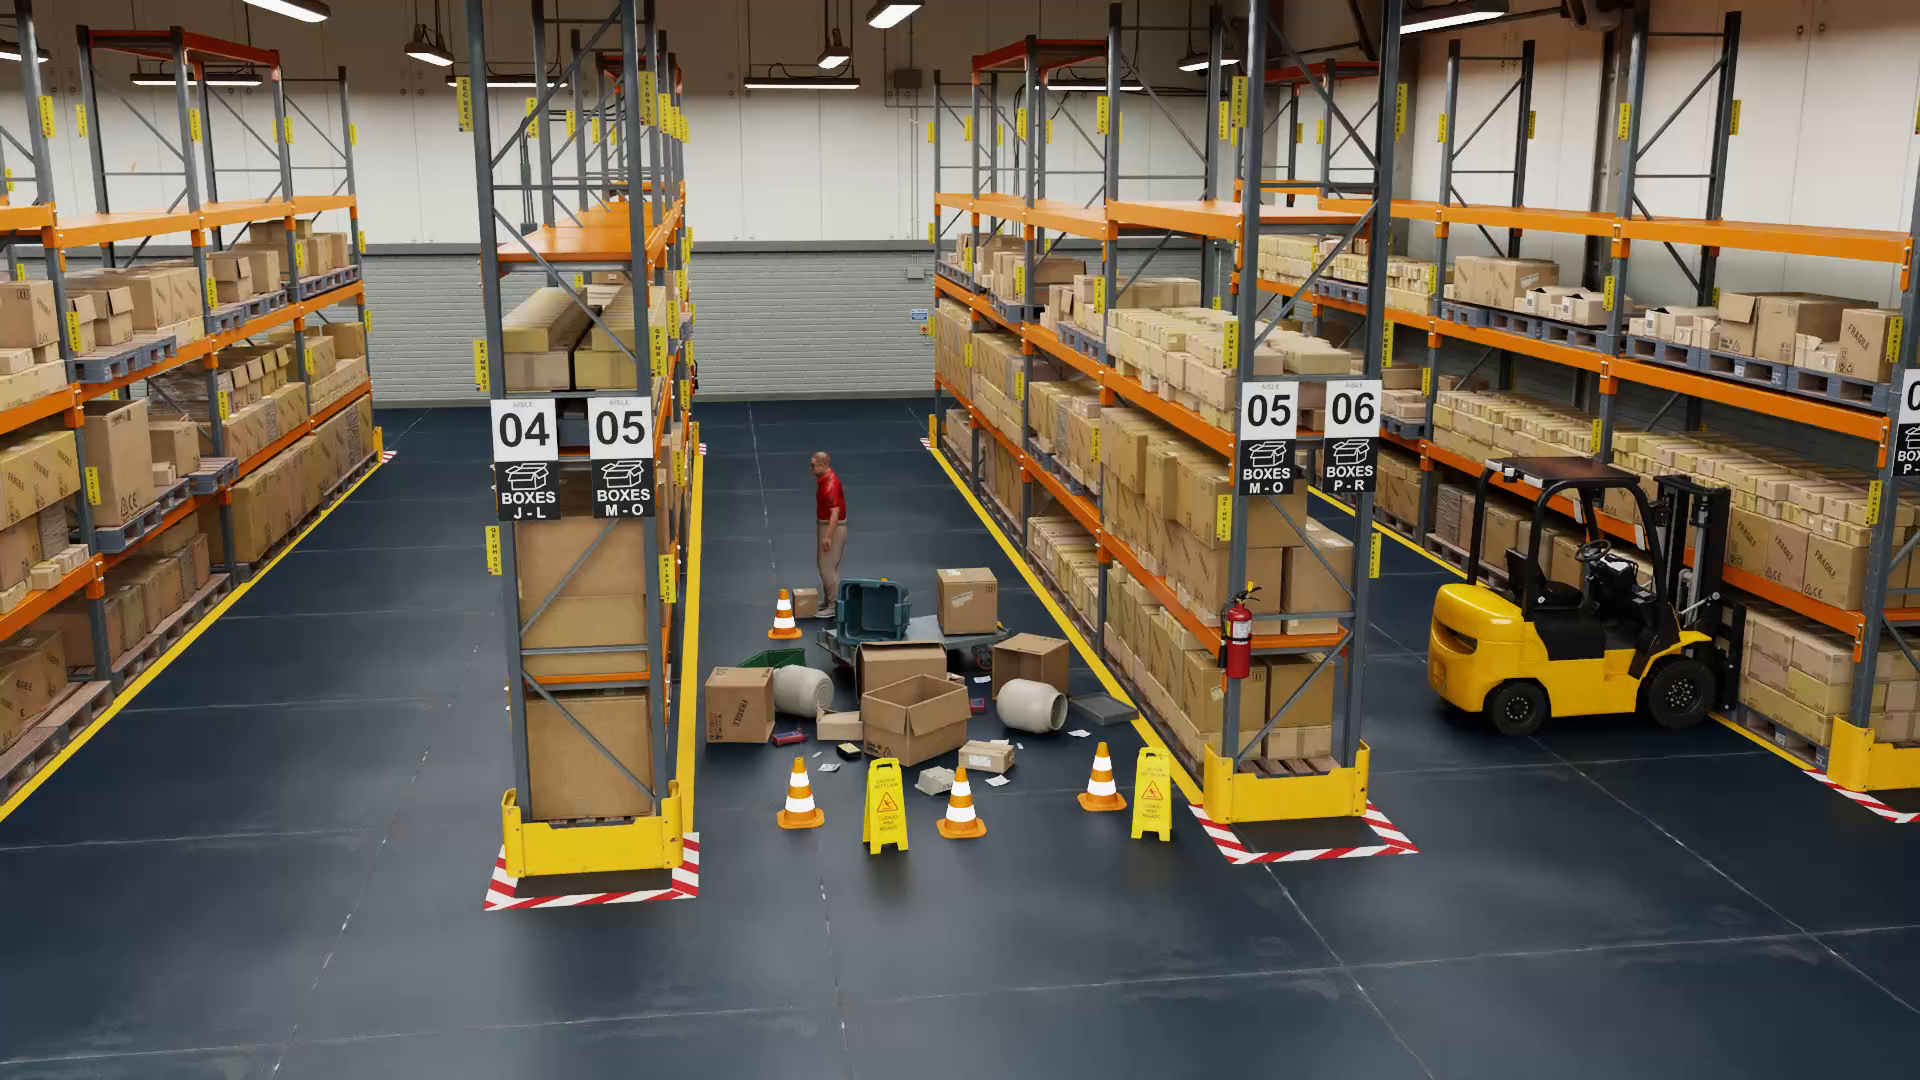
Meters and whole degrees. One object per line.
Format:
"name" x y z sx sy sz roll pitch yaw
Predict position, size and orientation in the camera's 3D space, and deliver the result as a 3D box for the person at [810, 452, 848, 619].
"person" -1.371 -0.070 17.313 0.390 1.727 0.586 -2 13 -9
